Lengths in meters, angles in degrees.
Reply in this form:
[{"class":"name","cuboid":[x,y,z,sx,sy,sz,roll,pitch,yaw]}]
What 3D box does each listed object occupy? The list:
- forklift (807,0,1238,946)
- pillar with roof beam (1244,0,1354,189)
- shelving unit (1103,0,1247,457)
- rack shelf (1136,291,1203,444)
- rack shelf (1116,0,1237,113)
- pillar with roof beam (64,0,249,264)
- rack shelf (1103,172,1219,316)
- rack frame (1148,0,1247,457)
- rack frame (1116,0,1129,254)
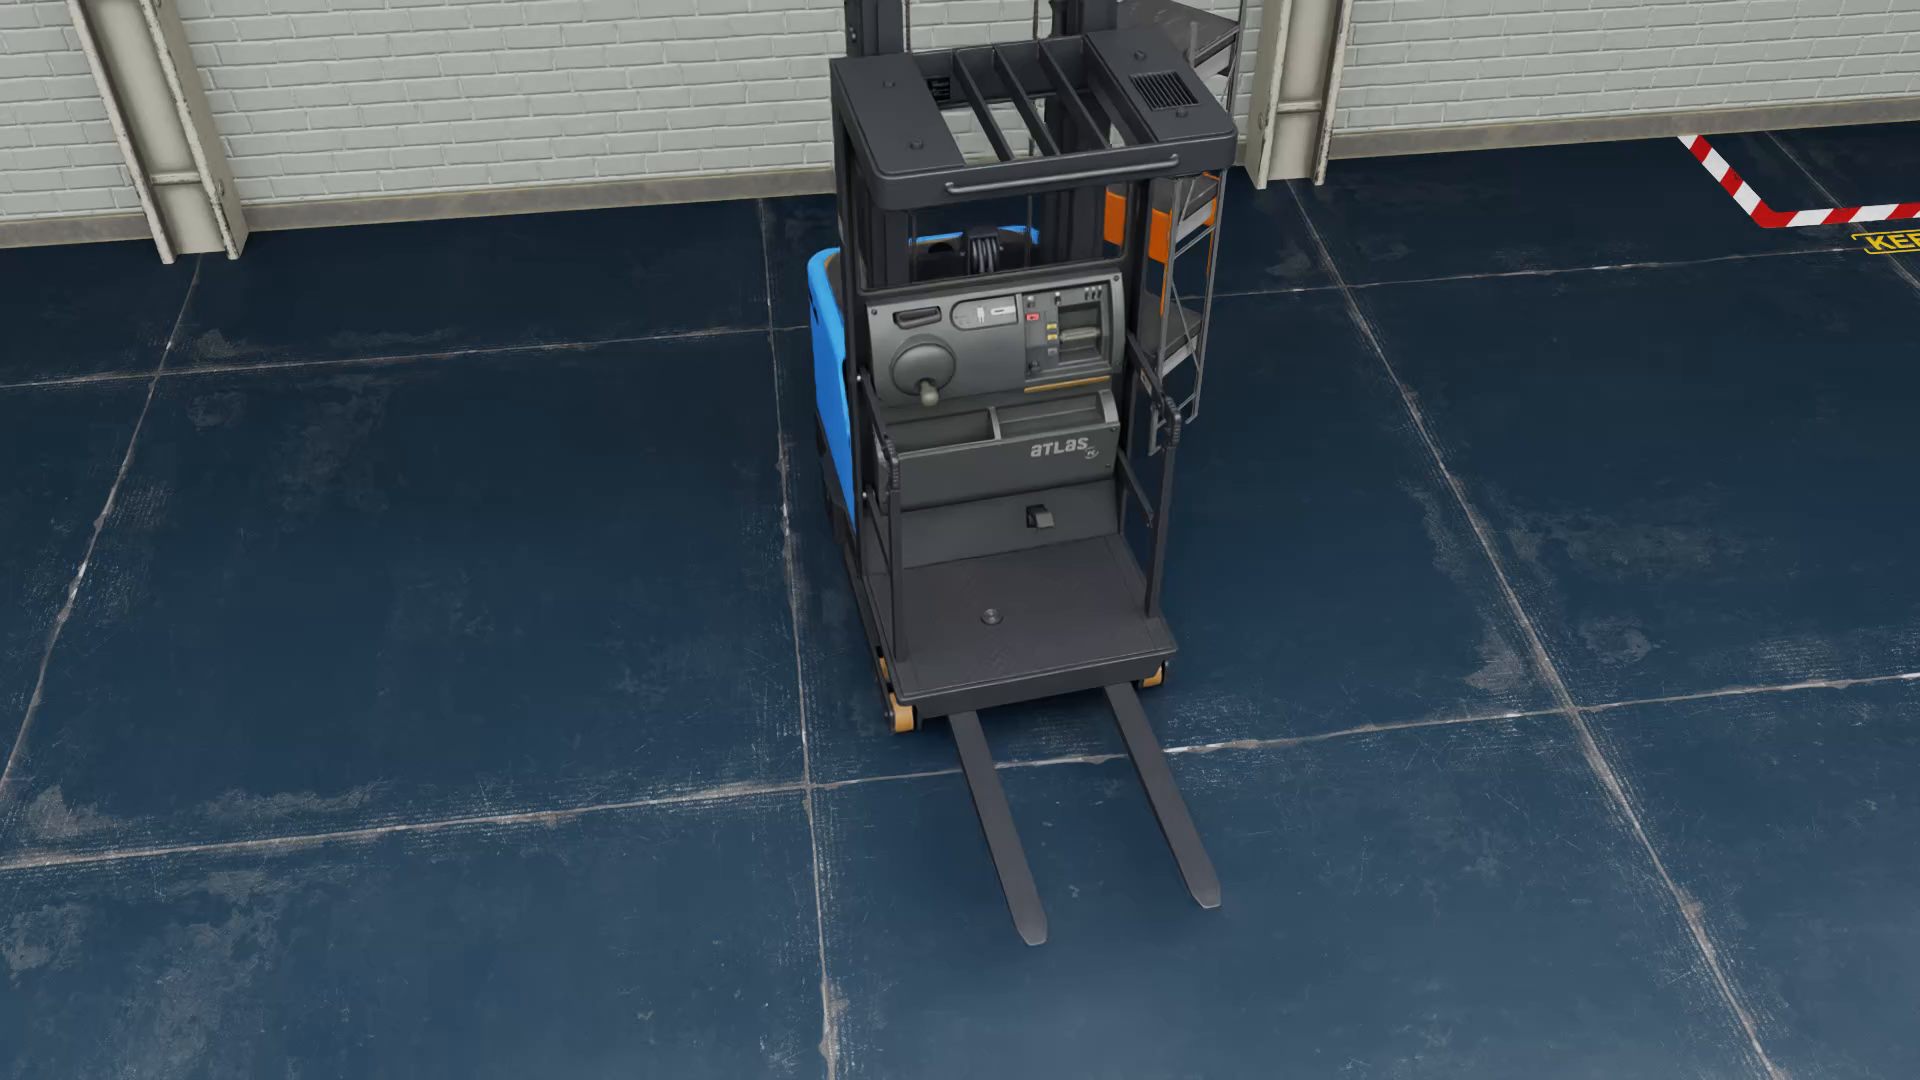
[{"class":"forklift","cuboid":[0.189,-0.632,5.762,1.130,2.935,3.031,-9,43,-10]},{"class":"pillar with roof beam","cuboid":[2.422,-2.599,3.413,0.400,9.000,9.100,-5,42,-6]},{"class":"shelving unit","cuboid":[0.808,-1.372,7.203,0.503,2.100,0.431,28,49,28]},{"class":"rack shelf","cuboid":[0.808,-0.842,7.681,0.480,0.518,0.431,28,49,28]},{"class":"rack shelf","cuboid":[0.808,-1.881,6.743,0.480,0.518,0.431,28,49,28]},{"class":"pillar with roof beam","cuboid":[-3.527,-2.078,2.835,0.400,9.000,9.100,-5,42,-6]},{"class":"rack shelf","cuboid":[0.808,-1.361,7.212,0.480,0.518,0.431,28,49,28]},{"class":"rack frame","cuboid":[0.998,-1.269,7.089,0.015,2.100,0.400,28,49,28]},{"class":"rack frame","cuboid":[0.618,-1.474,7.316,0.015,2.100,0.400,28,49,28]}]
